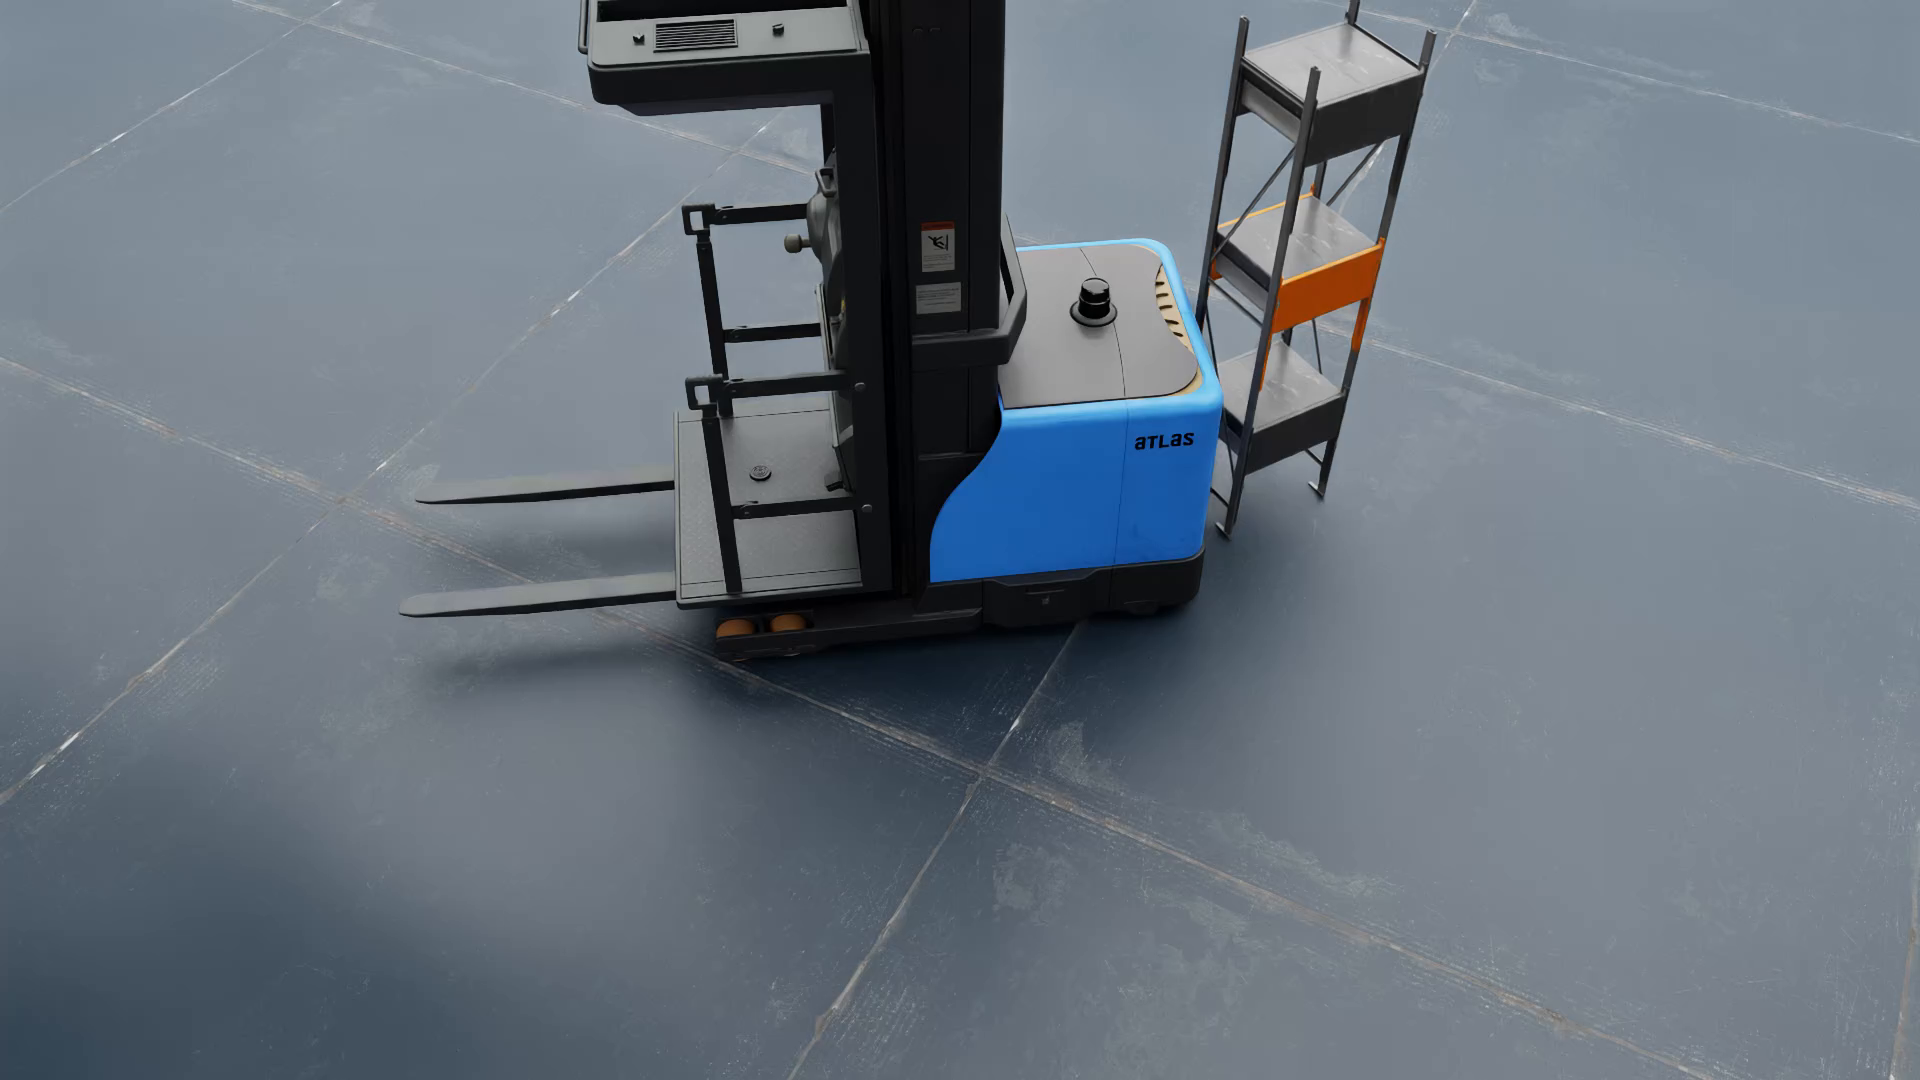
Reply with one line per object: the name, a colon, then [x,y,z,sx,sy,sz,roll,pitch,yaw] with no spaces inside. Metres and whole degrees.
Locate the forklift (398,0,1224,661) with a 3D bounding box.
forklift: [-0.624,-0.973,5.651,3.031,2.935,1.130,-5,46,-5]

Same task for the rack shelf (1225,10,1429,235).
rack shelf: [1.236,-1.438,5.721,0.480,0.518,0.431,-22,50,-22]

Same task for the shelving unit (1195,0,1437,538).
shelving unit: [1.222,-0.956,6.210,0.503,2.100,0.431,-22,50,-22]

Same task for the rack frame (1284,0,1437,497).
rack frame: [1.431,-1.043,6.301,0.015,2.100,0.400,-22,50,-22]

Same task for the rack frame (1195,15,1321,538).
rack frame: [1.013,-0.870,6.119,0.015,2.100,0.400,-22,50,-22]

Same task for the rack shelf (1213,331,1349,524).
rack shelf: [1.208,-0.455,6.718,0.480,0.518,0.431,-22,50,-22]

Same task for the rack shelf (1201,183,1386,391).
rack shelf: [1.222,-0.947,6.219,0.480,0.518,0.431,-22,50,-22]
